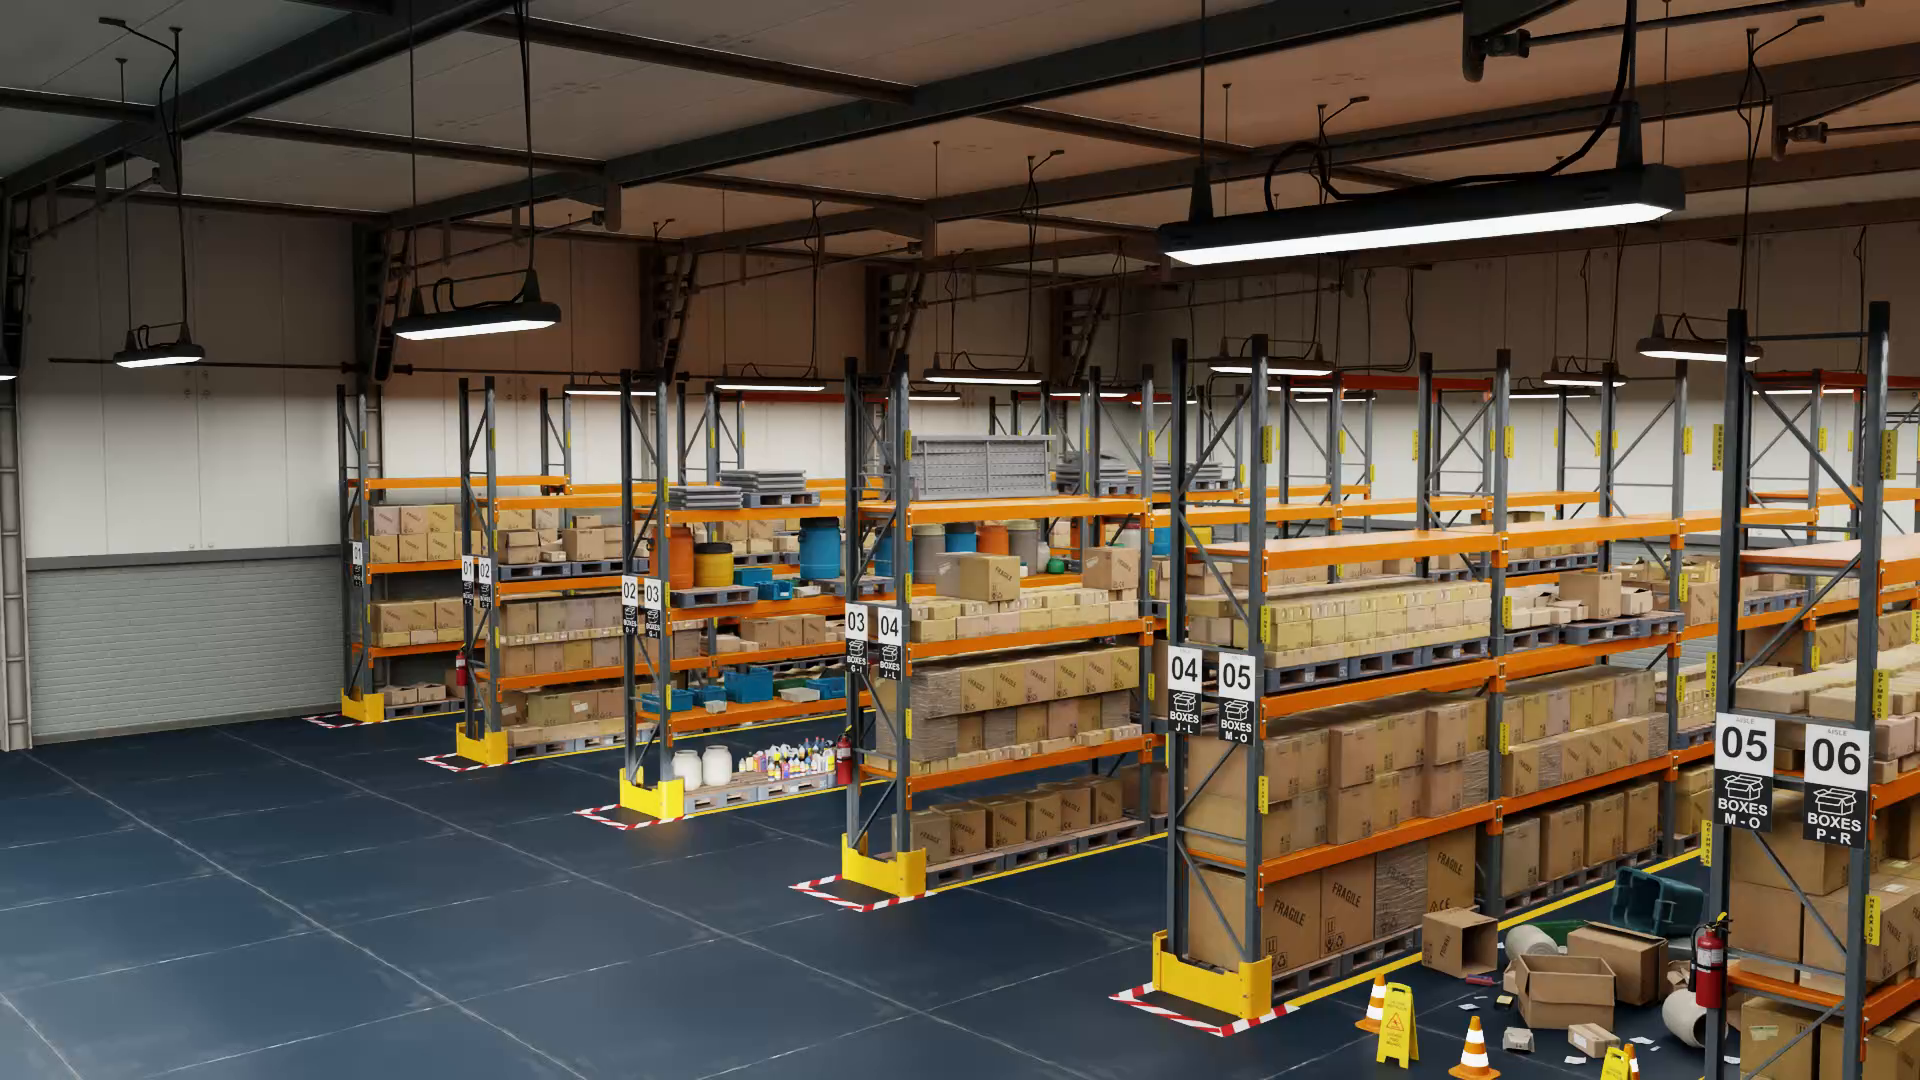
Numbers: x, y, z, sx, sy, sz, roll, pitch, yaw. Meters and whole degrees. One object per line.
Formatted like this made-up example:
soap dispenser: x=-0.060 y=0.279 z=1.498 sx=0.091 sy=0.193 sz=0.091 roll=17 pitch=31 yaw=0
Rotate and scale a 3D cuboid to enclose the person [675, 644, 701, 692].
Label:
person: x=-5.105 y=2.310 z=30.504 sx=0.710 sy=1.712 sz=0.962 roll=3 pitch=5 yaw=41
